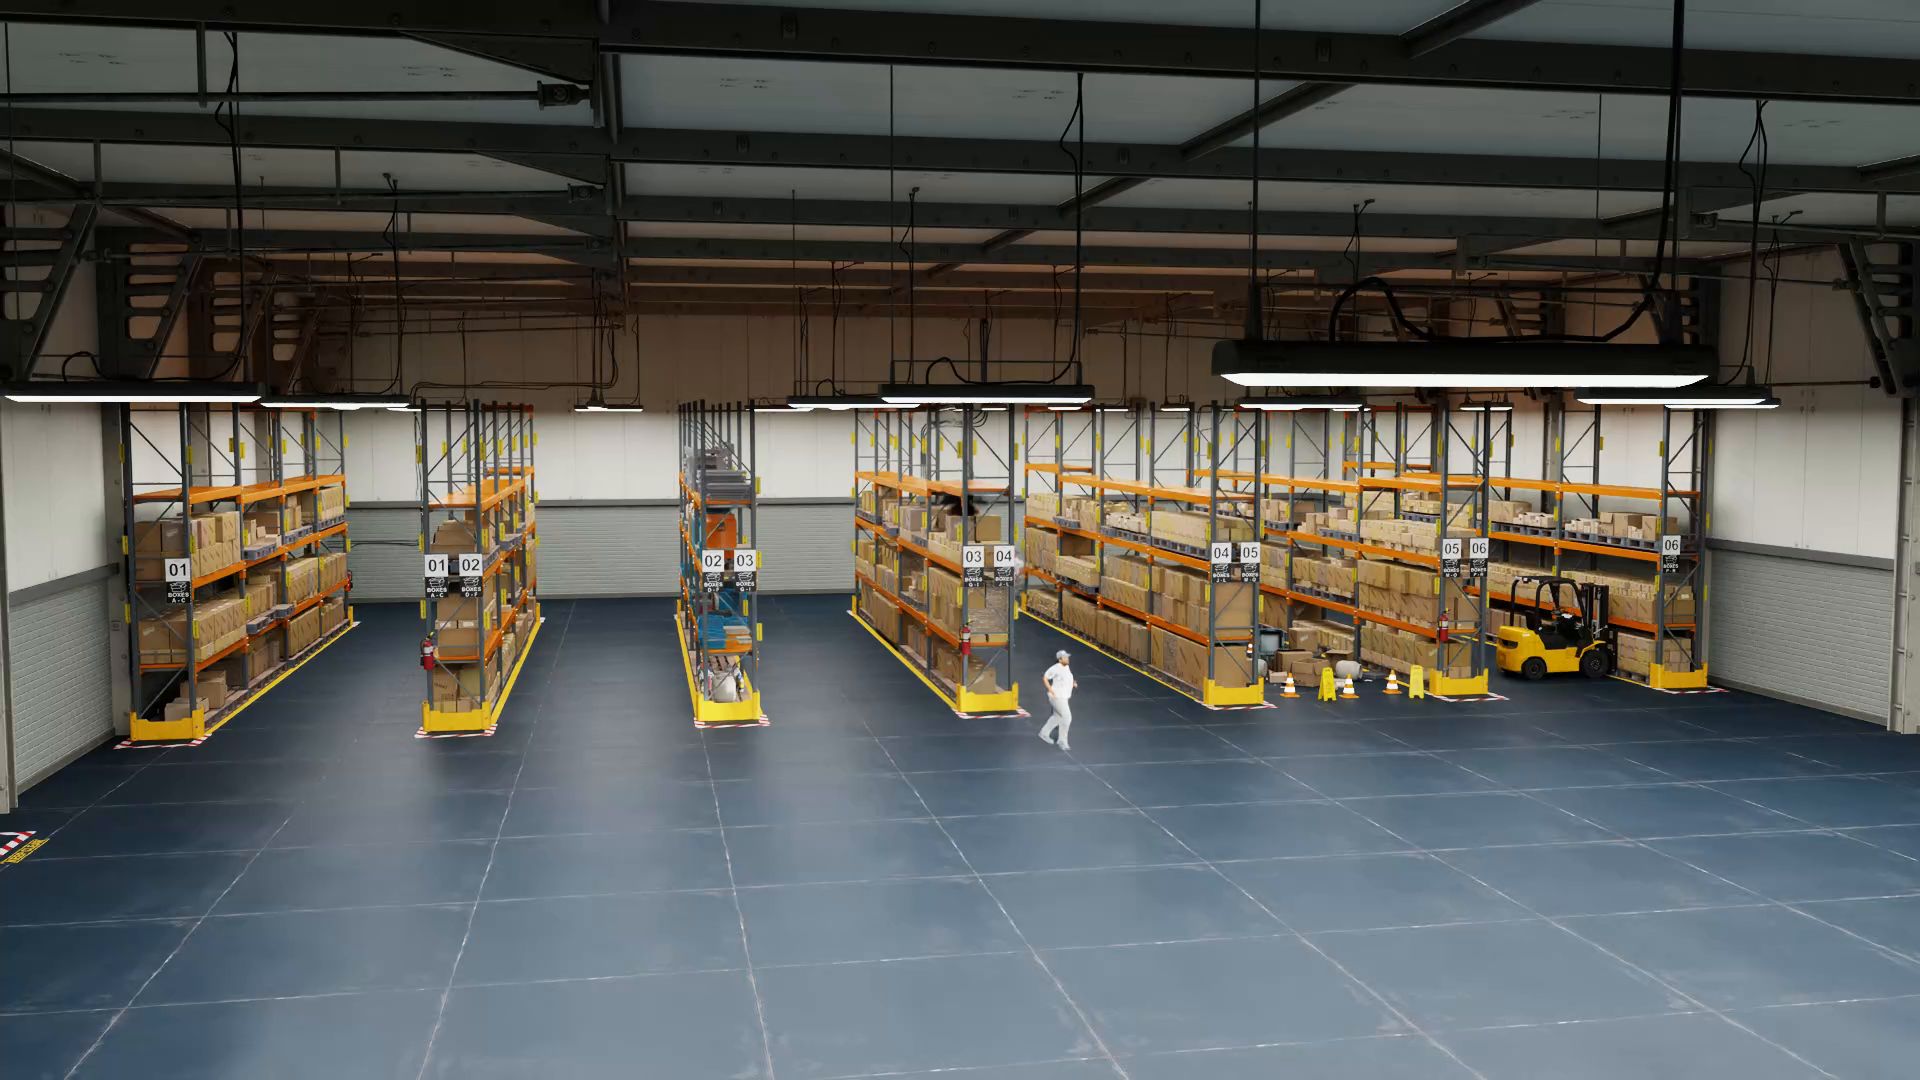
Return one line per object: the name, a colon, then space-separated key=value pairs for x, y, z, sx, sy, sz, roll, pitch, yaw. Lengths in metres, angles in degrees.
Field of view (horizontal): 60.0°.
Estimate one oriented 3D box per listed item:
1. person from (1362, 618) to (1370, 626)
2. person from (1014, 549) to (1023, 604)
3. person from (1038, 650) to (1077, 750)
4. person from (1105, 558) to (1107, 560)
person: x=10.503 y=1.684 z=42.656 sx=0.578 sy=1.691 sz=0.792 roll=-1 pitch=4 yaw=-17
person: x=1.661 y=1.131 z=49.522 sx=0.650 sy=1.762 sz=0.701 roll=-1 pitch=4 yaw=-14
person: x=1.668 y=2.753 z=28.628 sx=0.704 sy=1.741 sz=0.627 roll=2 pitch=5 yaw=26
person: x=4.251 y=1.326 z=48.073 sx=0.545 sy=1.579 sz=0.842 roll=-2 pitch=5 yaw=-19
